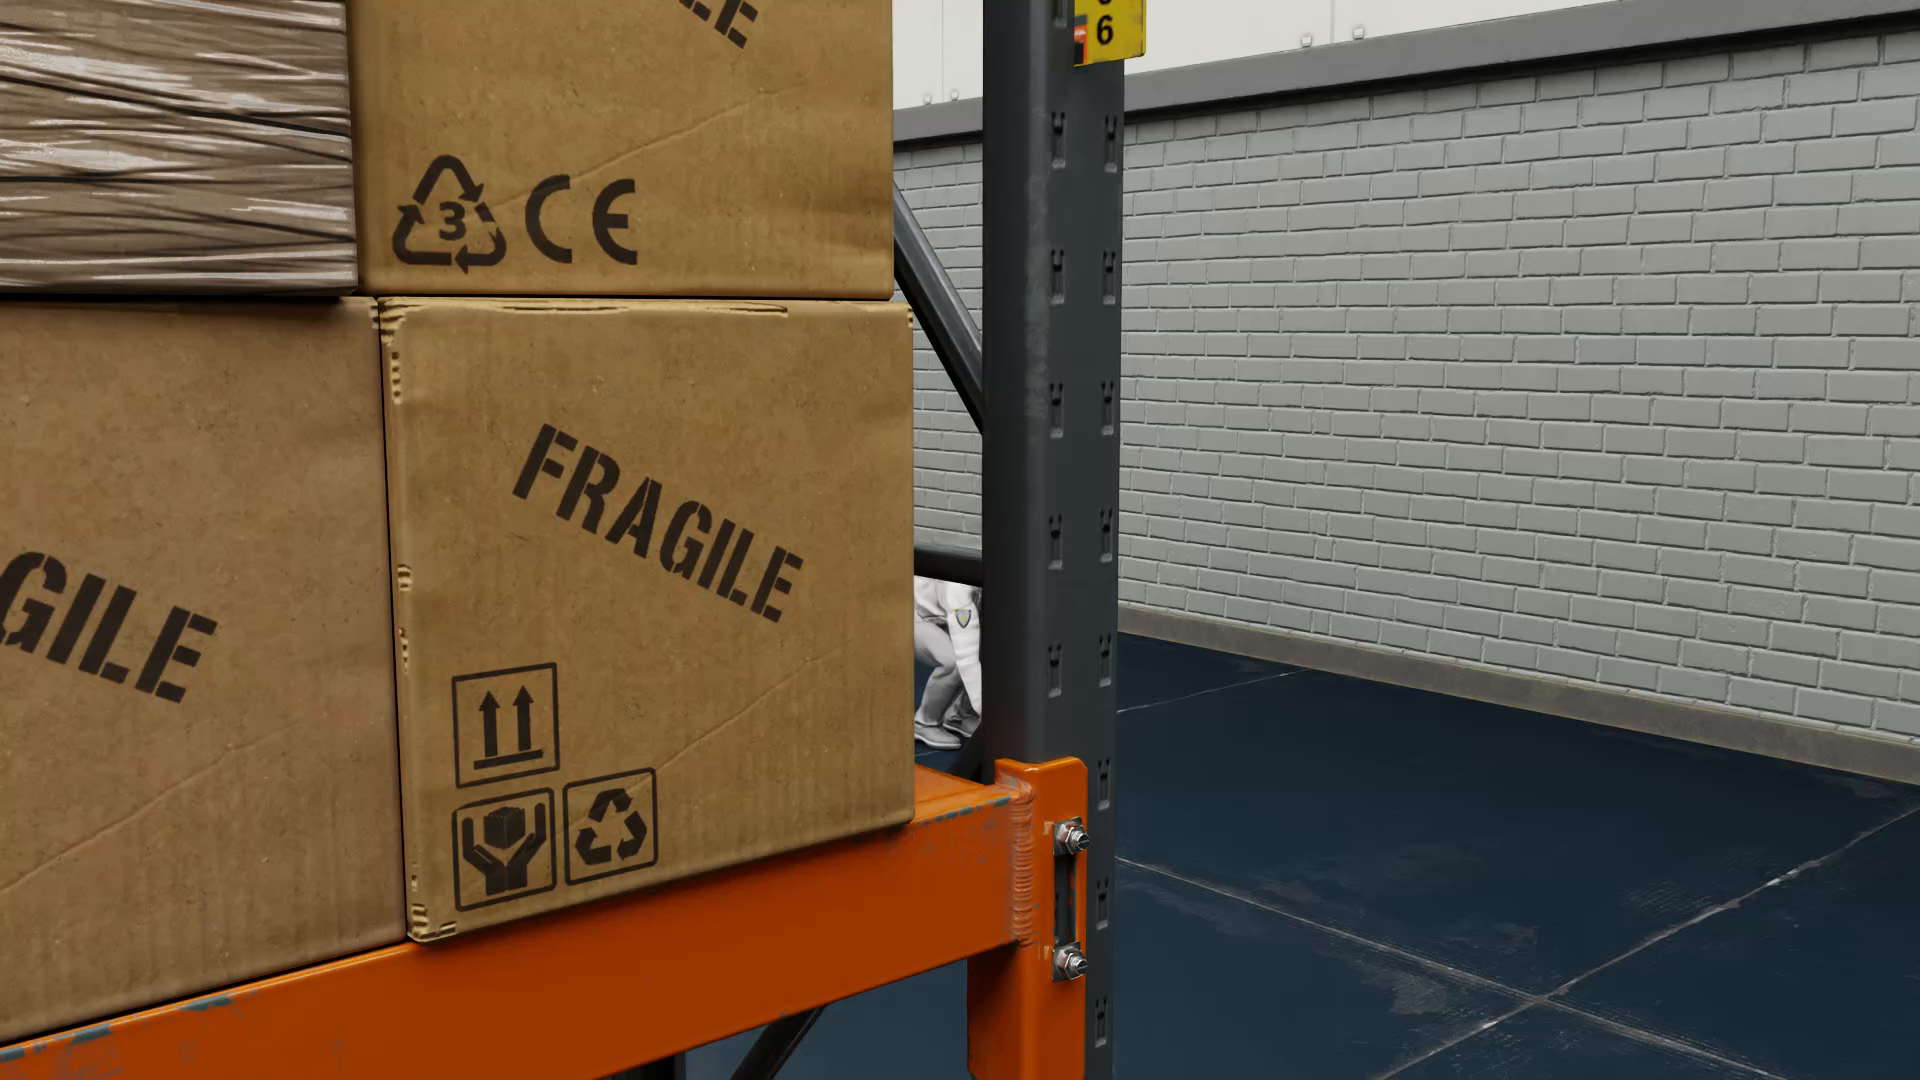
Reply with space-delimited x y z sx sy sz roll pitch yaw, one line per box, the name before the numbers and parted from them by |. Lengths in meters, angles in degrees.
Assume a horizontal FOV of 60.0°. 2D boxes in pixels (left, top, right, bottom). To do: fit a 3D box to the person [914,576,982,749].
person | 0.053 0.400 7.026 0.482 0.946 0.851 -7 10 -41
